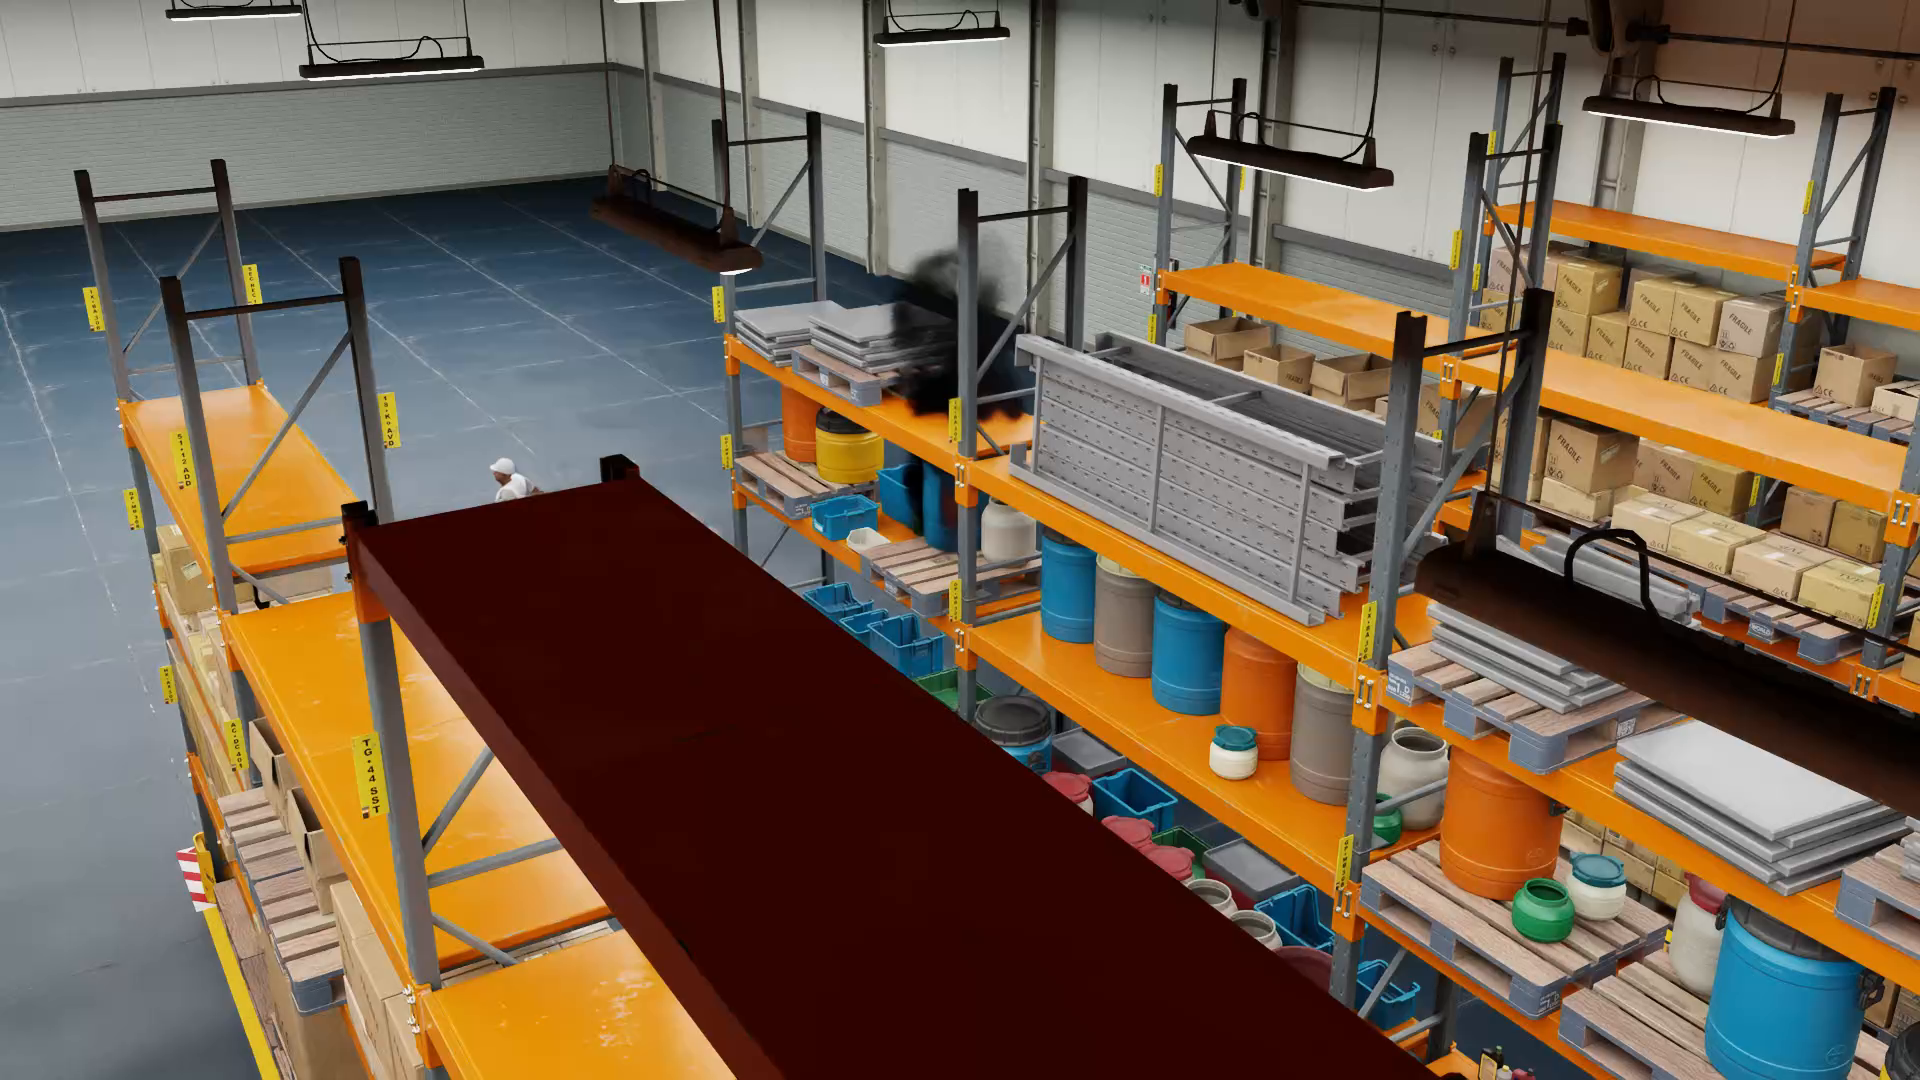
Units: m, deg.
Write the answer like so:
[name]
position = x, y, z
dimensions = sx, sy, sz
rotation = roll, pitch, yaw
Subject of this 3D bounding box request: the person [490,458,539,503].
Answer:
[person]
position = -5.076, -0.093, 19.228
dimensions = 0.982, 1.797, 0.625
rotation = -3, 22, -7
